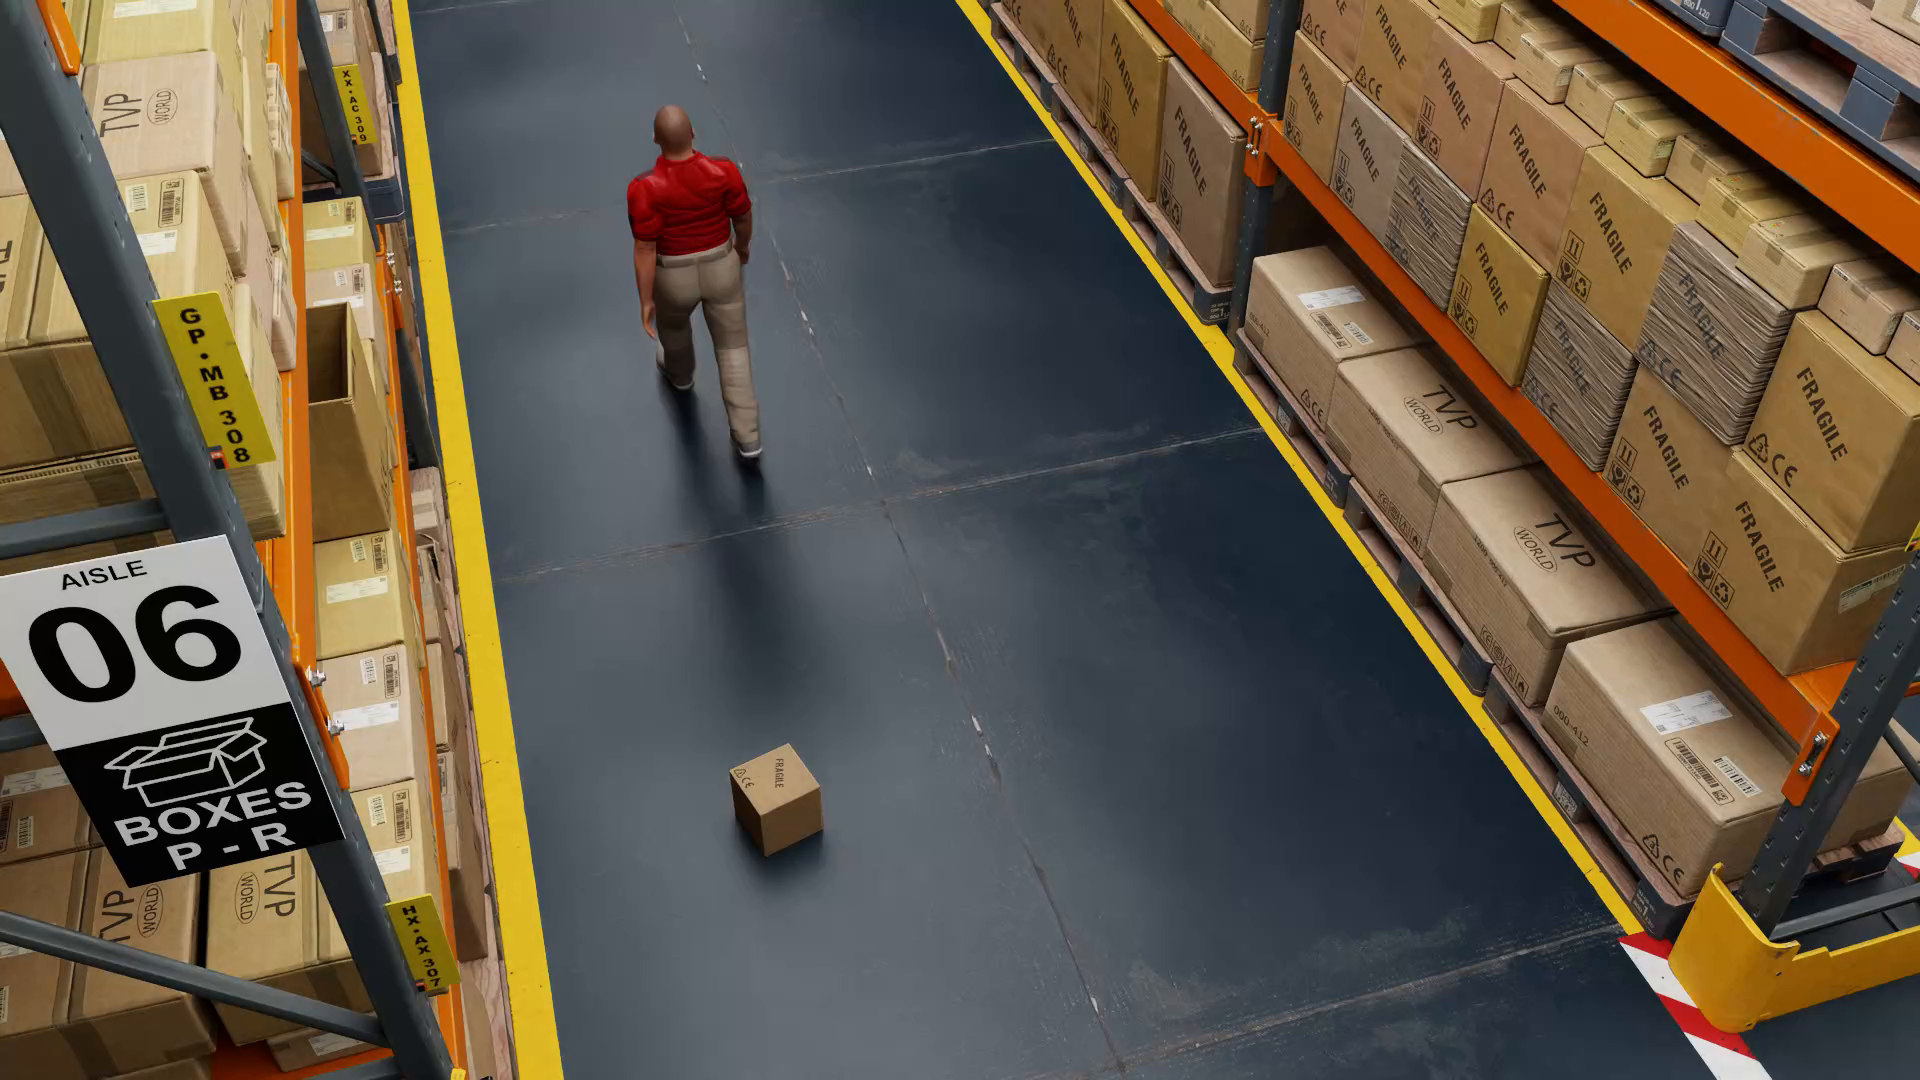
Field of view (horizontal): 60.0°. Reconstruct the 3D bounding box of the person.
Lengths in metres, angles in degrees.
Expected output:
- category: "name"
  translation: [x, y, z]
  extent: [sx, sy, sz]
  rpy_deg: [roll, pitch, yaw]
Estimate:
- category: "person"
  translation: [-1.208, -1.245, 7.565]
  extent: [0.569, 1.671, 1.056]
  rpy_deg: [-11, 43, -12]
